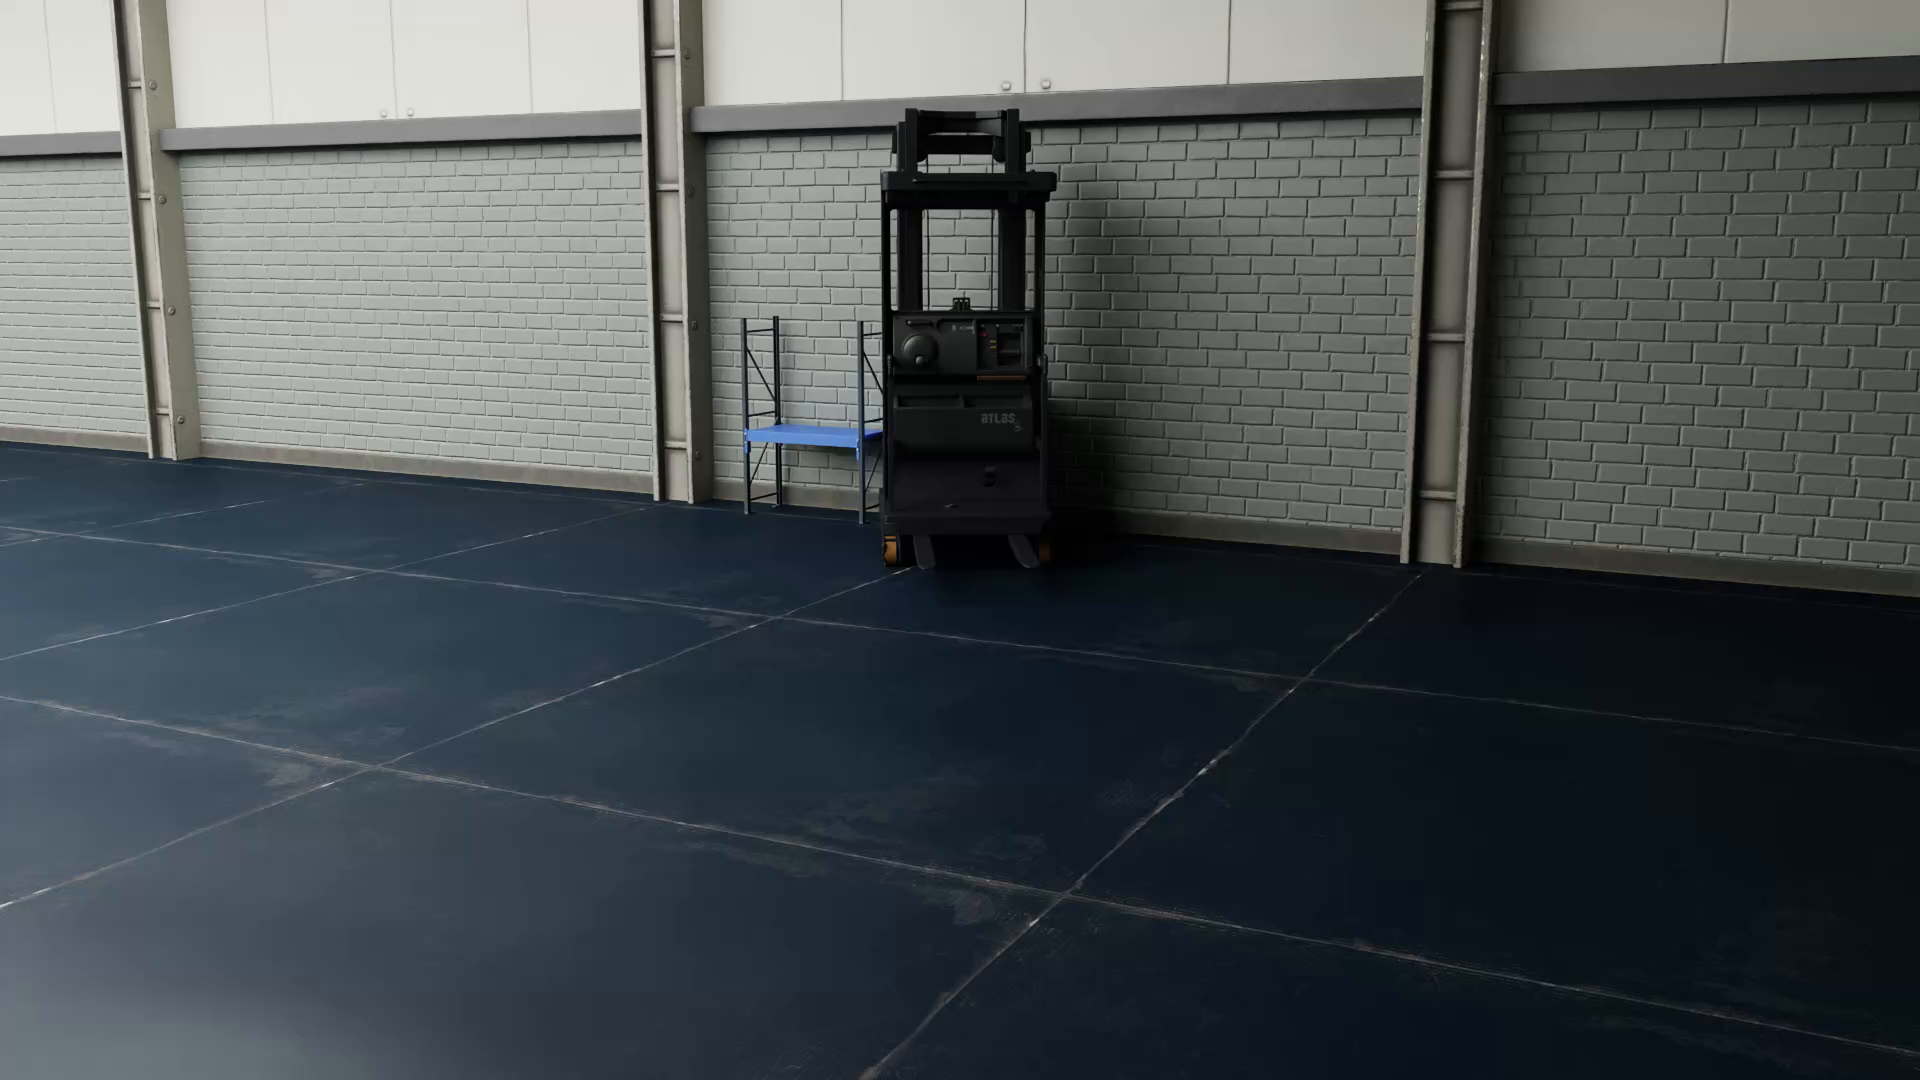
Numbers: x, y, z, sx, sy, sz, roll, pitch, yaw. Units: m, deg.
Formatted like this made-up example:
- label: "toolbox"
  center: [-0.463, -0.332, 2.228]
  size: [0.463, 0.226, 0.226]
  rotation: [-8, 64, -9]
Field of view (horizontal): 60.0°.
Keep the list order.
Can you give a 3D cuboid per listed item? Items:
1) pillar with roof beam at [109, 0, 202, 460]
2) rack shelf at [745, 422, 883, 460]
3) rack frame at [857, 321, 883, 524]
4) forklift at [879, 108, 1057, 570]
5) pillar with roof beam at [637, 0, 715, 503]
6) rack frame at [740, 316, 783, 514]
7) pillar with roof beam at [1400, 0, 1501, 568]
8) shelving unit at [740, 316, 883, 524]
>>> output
- label: "pillar with roof beam"
  center: [-9.534, -4.547, 11.583]
  size: [0.400, 9.000, 9.100]
  rotation: [5, 11, 26]
- label: "rack shelf"
  center: [-1.083, -0.760, 12.726]
  size: [1.000, 0.185, 0.538]
  rotation: [5, 11, 26]
- label: "rack frame"
  center: [-0.627, -0.897, 12.473]
  size: [0.032, 1.500, 0.500]
  rotation: [5, 11, 26]
- label: "forklift"
  center: [0.034, -1.332, 10.857]
  size: [1.130, 2.935, 3.031]
  rotation: [-1, 10, -3]
- label: "pillar with roof beam"
  center: [-4.153, -4.074, 8.971]
  size: [0.400, 9.000, 9.100]
  rotation: [5, 11, 26]
- label: "rack frame"
  center: [-1.539, -0.977, 12.915]
  size: [0.032, 1.500, 0.500]
  rotation: [5, 11, 26]
- label: "pillar with roof beam"
  center: [1.228, -3.601, 6.359]
  size: [0.400, 9.000, 9.100]
  rotation: [5, 11, 26]
- label: "shelving unit"
  center: [-1.083, -0.937, 12.694]
  size: [1.048, 1.500, 0.538]
  rotation: [5, 11, 26]
